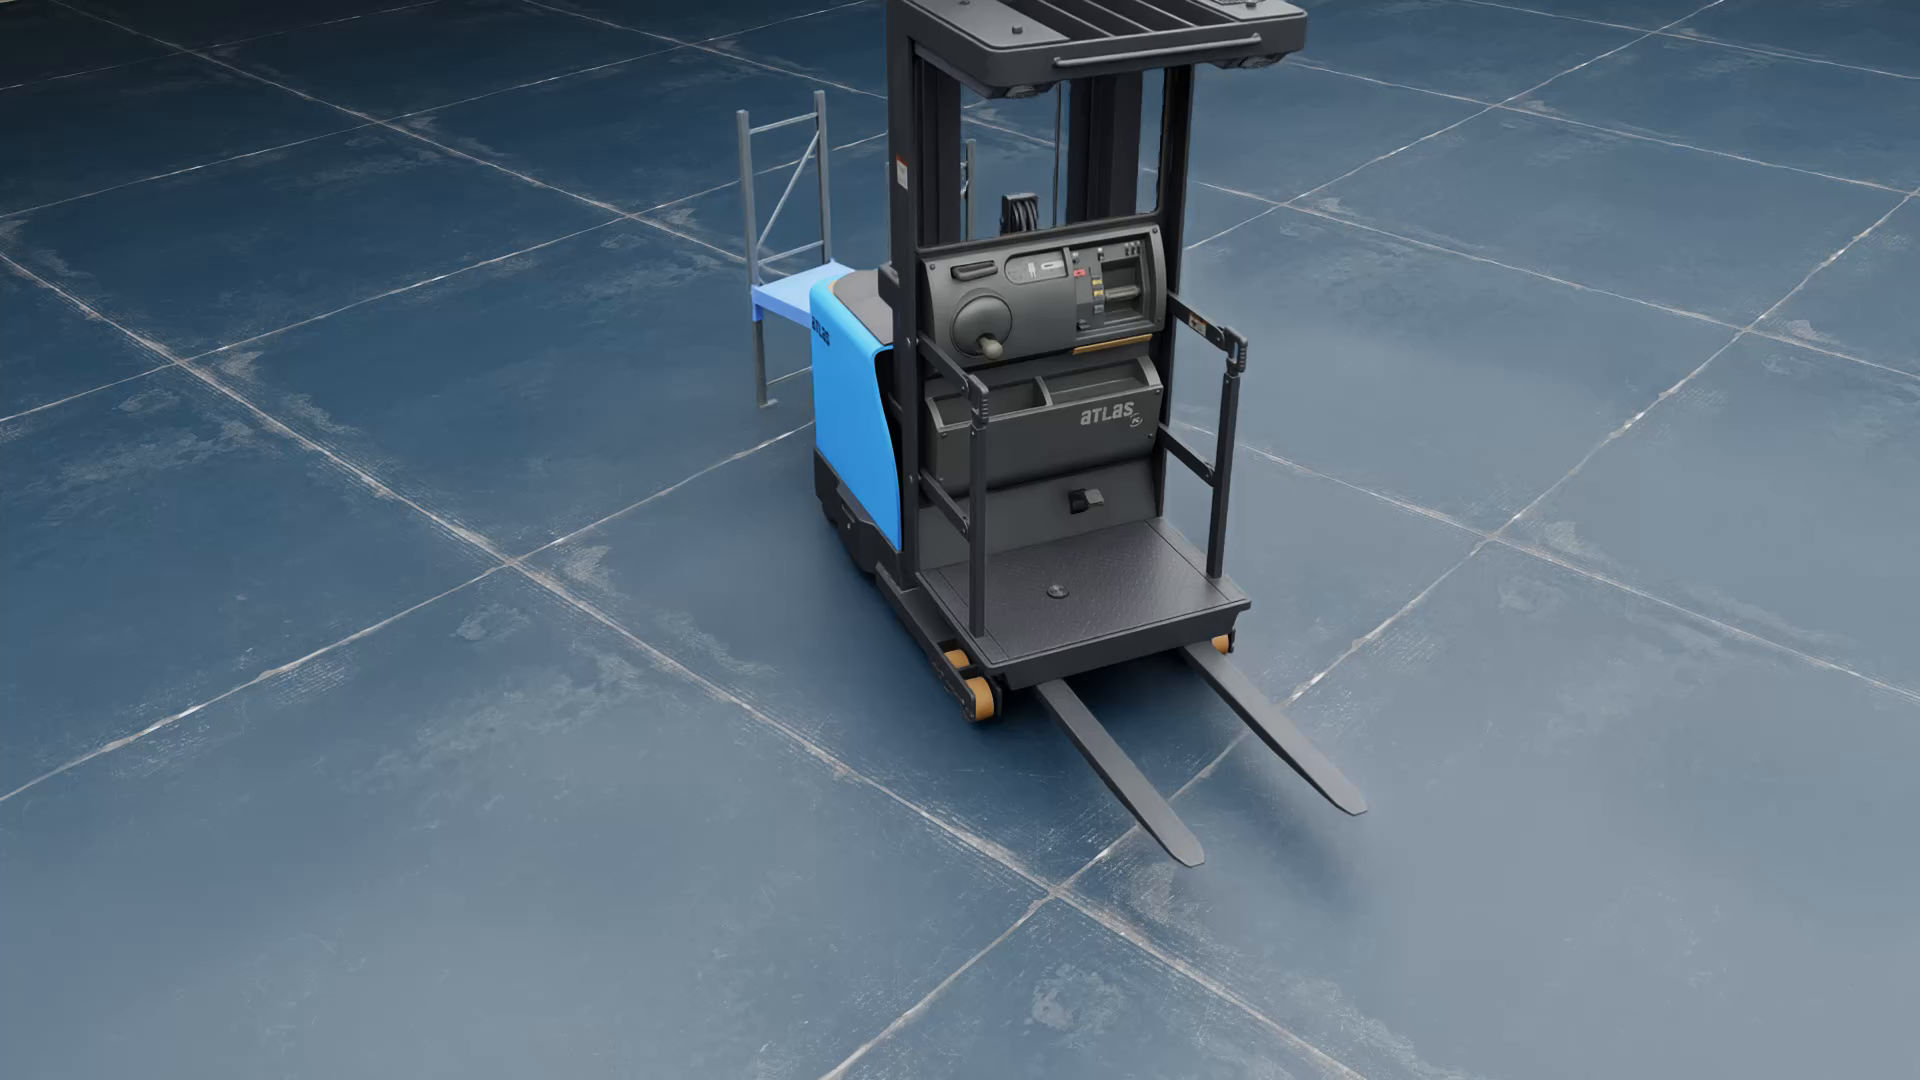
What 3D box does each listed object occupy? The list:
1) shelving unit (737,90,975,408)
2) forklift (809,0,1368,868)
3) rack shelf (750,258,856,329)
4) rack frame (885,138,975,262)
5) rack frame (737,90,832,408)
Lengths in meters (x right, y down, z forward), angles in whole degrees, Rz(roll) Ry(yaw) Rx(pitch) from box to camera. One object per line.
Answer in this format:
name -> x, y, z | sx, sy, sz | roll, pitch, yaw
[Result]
shelving unit -> -0.477, -1.209, 7.803 | 0.538, 1.500, 1.048 | -26, 40, -37
forklift -> 0.405, -0.838, 5.800 | 1.130, 2.935, 3.031 | -13, 33, -20
rack shelf -> -0.477, -1.055, 7.896 | 0.538, 0.185, 1.000 | -26, 40, -37
rack frame -> -0.124, -1.020, 7.490 | 0.500, 1.500, 0.032 | -26, 40, -37
rack frame -> -0.830, -1.397, 8.117 | 0.500, 1.500, 0.032 | -26, 40, -37
